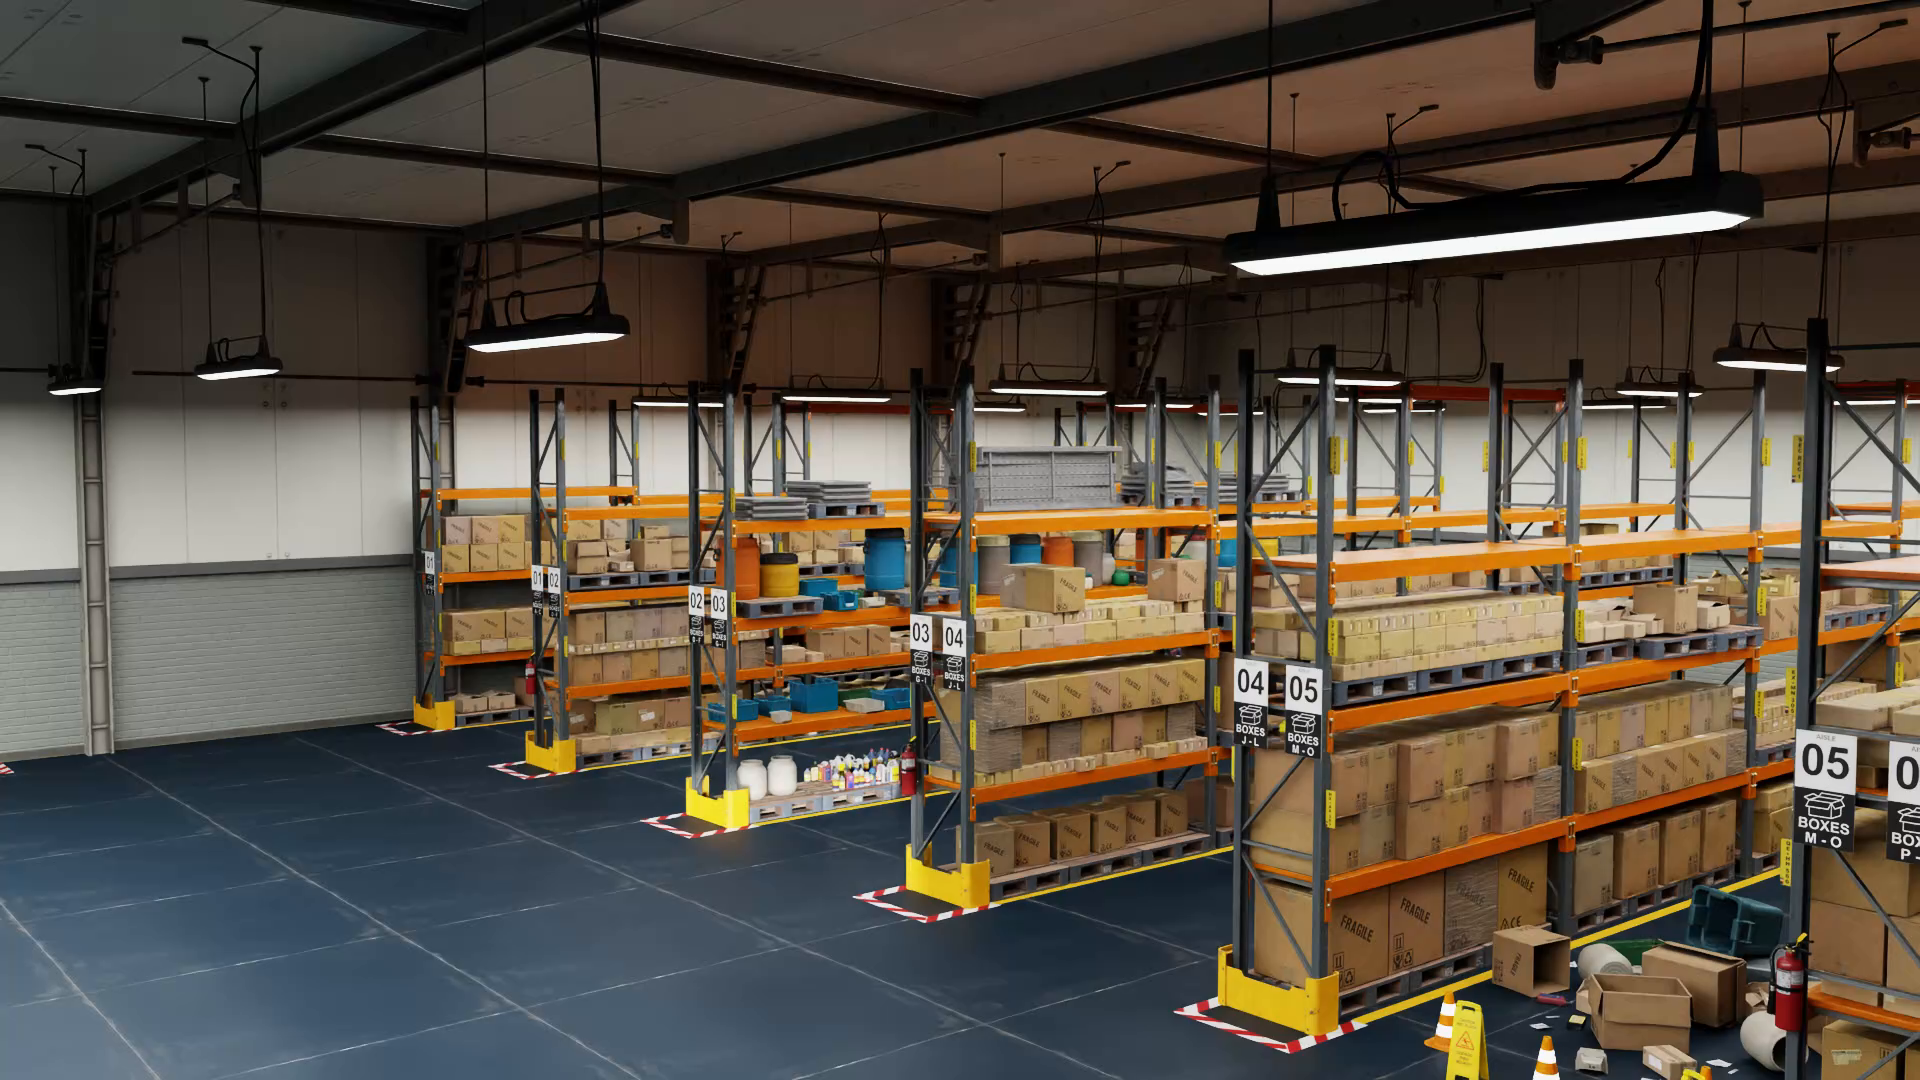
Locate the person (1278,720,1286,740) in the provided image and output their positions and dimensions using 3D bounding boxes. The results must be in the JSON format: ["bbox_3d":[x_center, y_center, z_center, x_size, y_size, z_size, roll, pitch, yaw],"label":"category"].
[{"bbox_3d":[3.983,3.093,20.264,0.457,1.779,0.672,-2,4,-35],"label":"person"}]
